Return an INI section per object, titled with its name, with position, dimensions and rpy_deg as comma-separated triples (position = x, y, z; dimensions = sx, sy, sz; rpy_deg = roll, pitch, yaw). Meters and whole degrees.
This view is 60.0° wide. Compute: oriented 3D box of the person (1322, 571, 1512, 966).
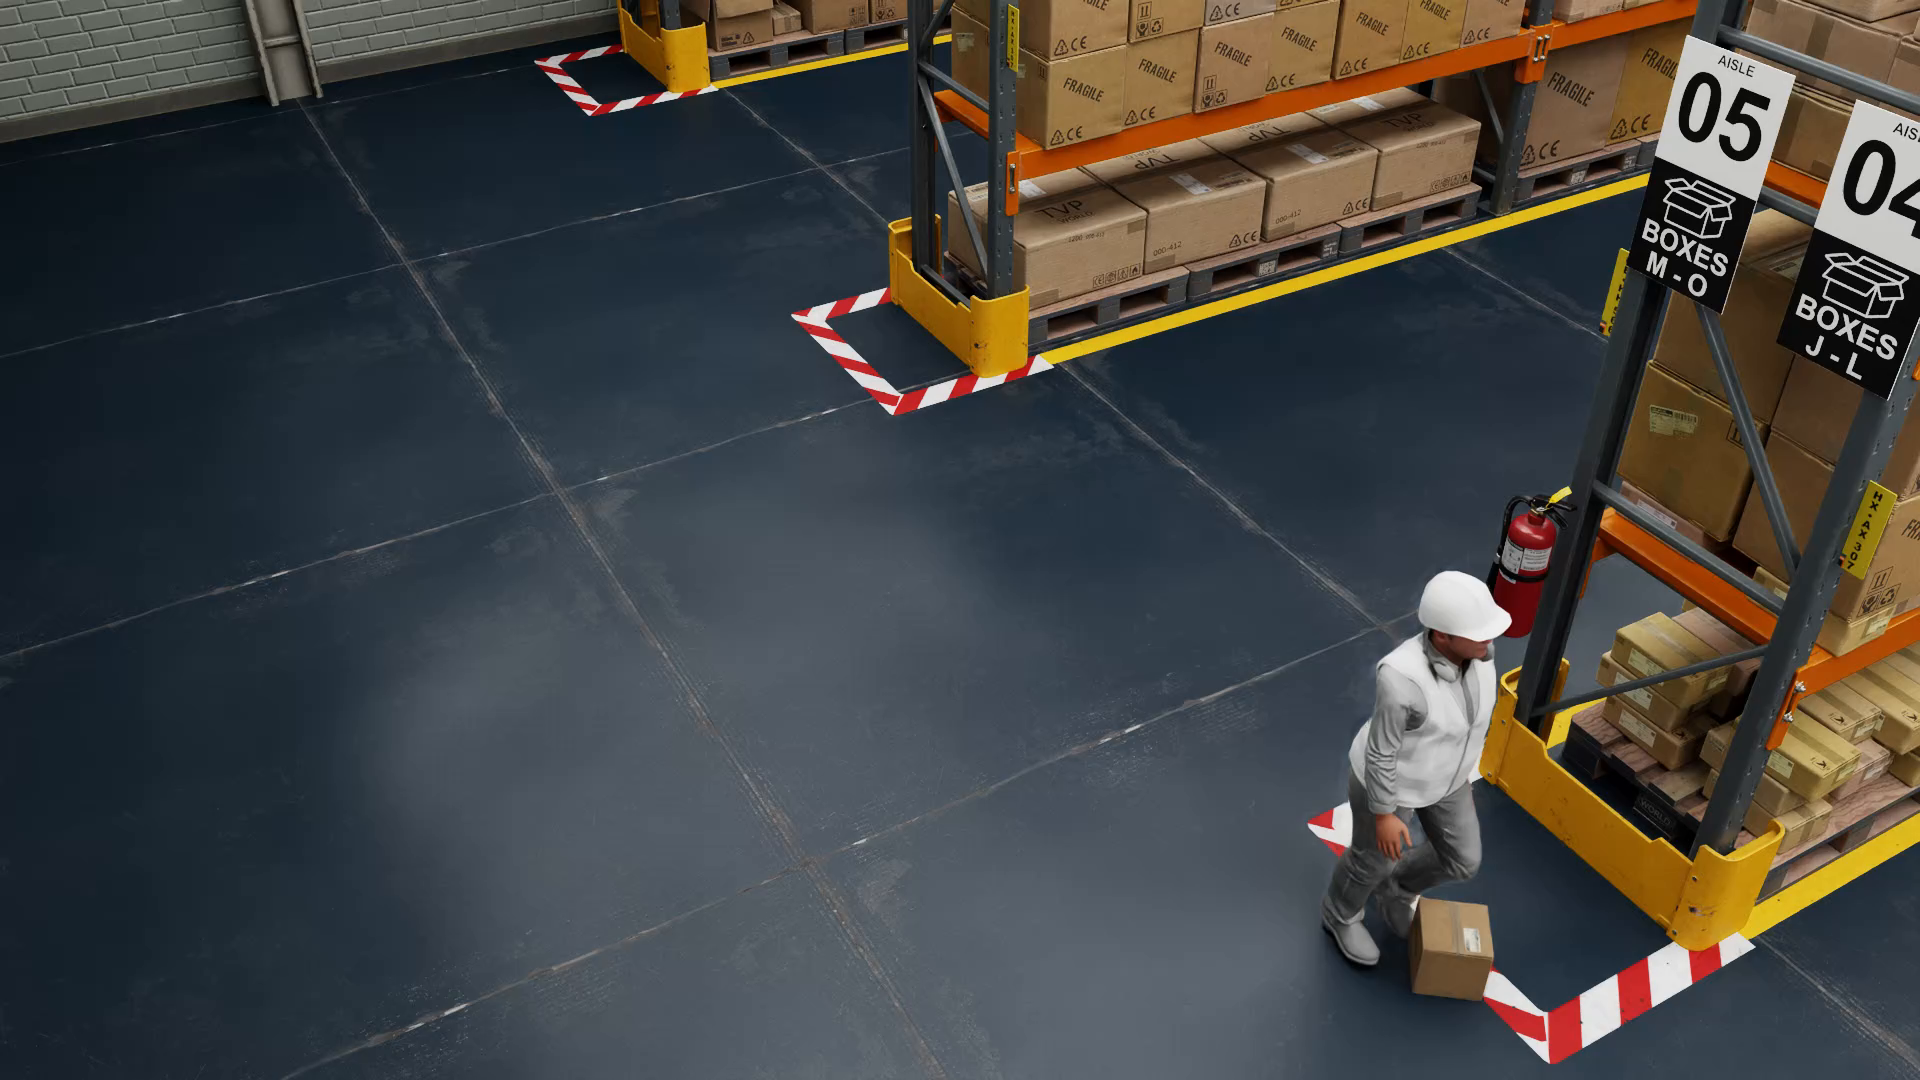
[person]
position = 1.590, 0.830, 5.793
dimensions = 0.585, 1.813, 0.471
rpy_deg = -22, 42, -27
